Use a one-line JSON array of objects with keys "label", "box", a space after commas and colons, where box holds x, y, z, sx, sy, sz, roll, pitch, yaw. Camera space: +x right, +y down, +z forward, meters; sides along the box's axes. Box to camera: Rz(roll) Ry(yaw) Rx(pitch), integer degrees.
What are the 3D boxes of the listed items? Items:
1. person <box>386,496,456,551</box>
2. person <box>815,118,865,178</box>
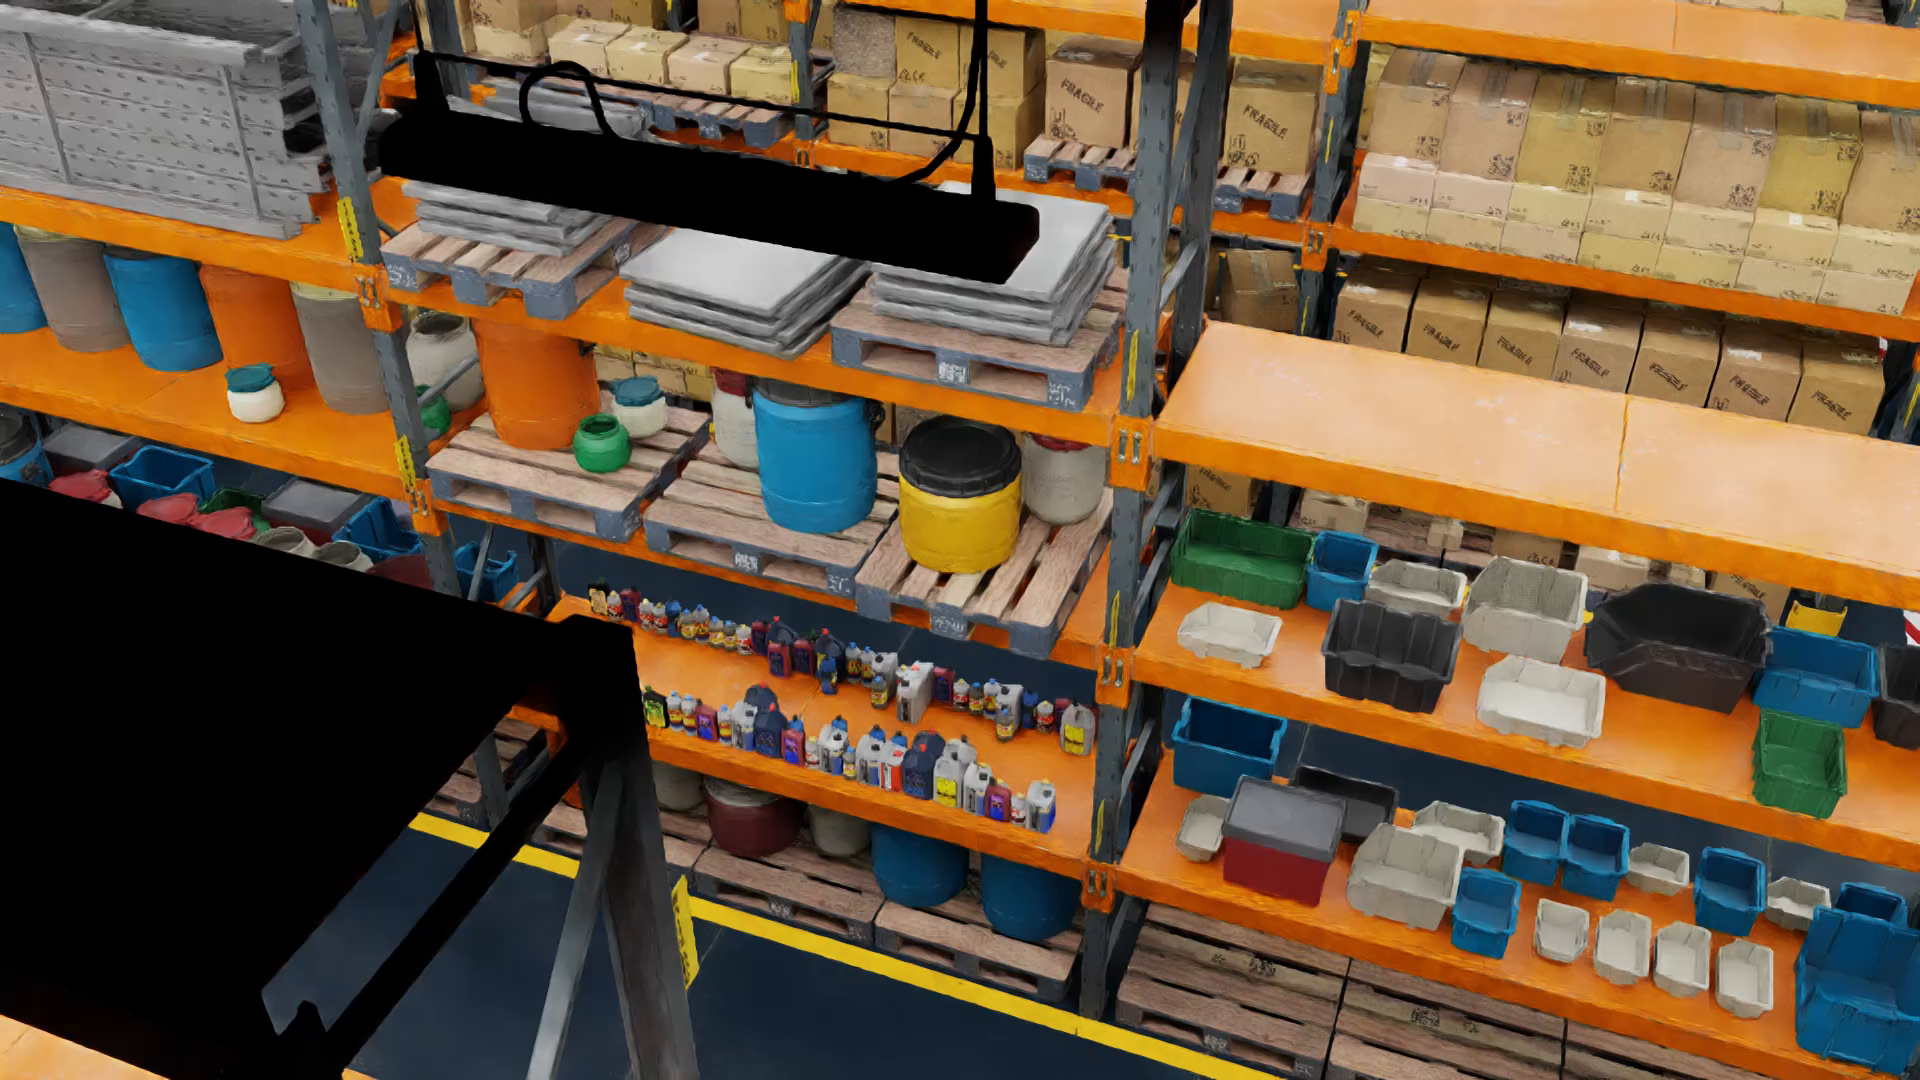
[{"label": "person", "box": [-3.879, 0.123, 11.884, 0.994, 1.564, 0.479, 19, 41, 24]}, {"label": "person", "box": [-1.218, -3.351, 16.422, 0.627, 1.767, 0.492, -4, 37, -6]}]
